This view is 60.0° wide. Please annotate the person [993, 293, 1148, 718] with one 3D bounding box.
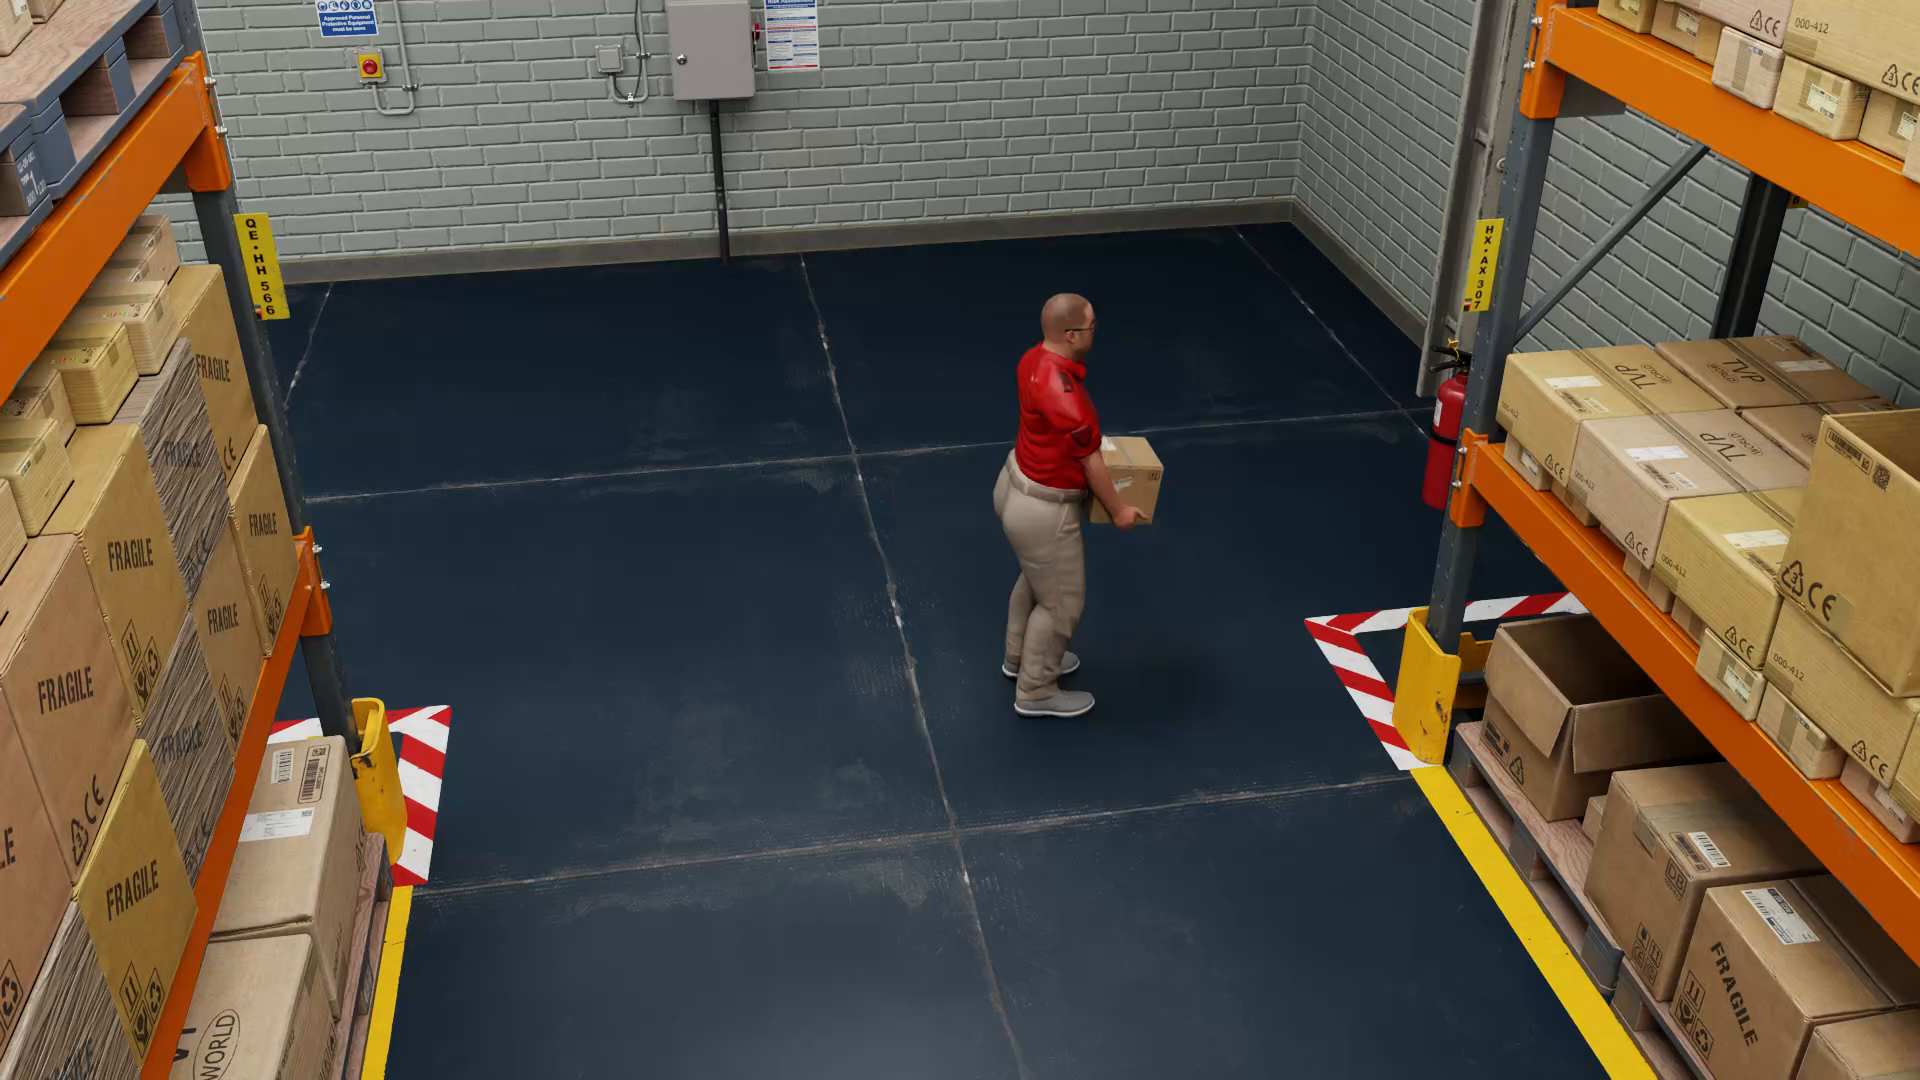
[{"bbox_3d":[0.412,-0.141,6.401,0.556,1.723,0.489,-6,31,-10],"label":"person"}]
